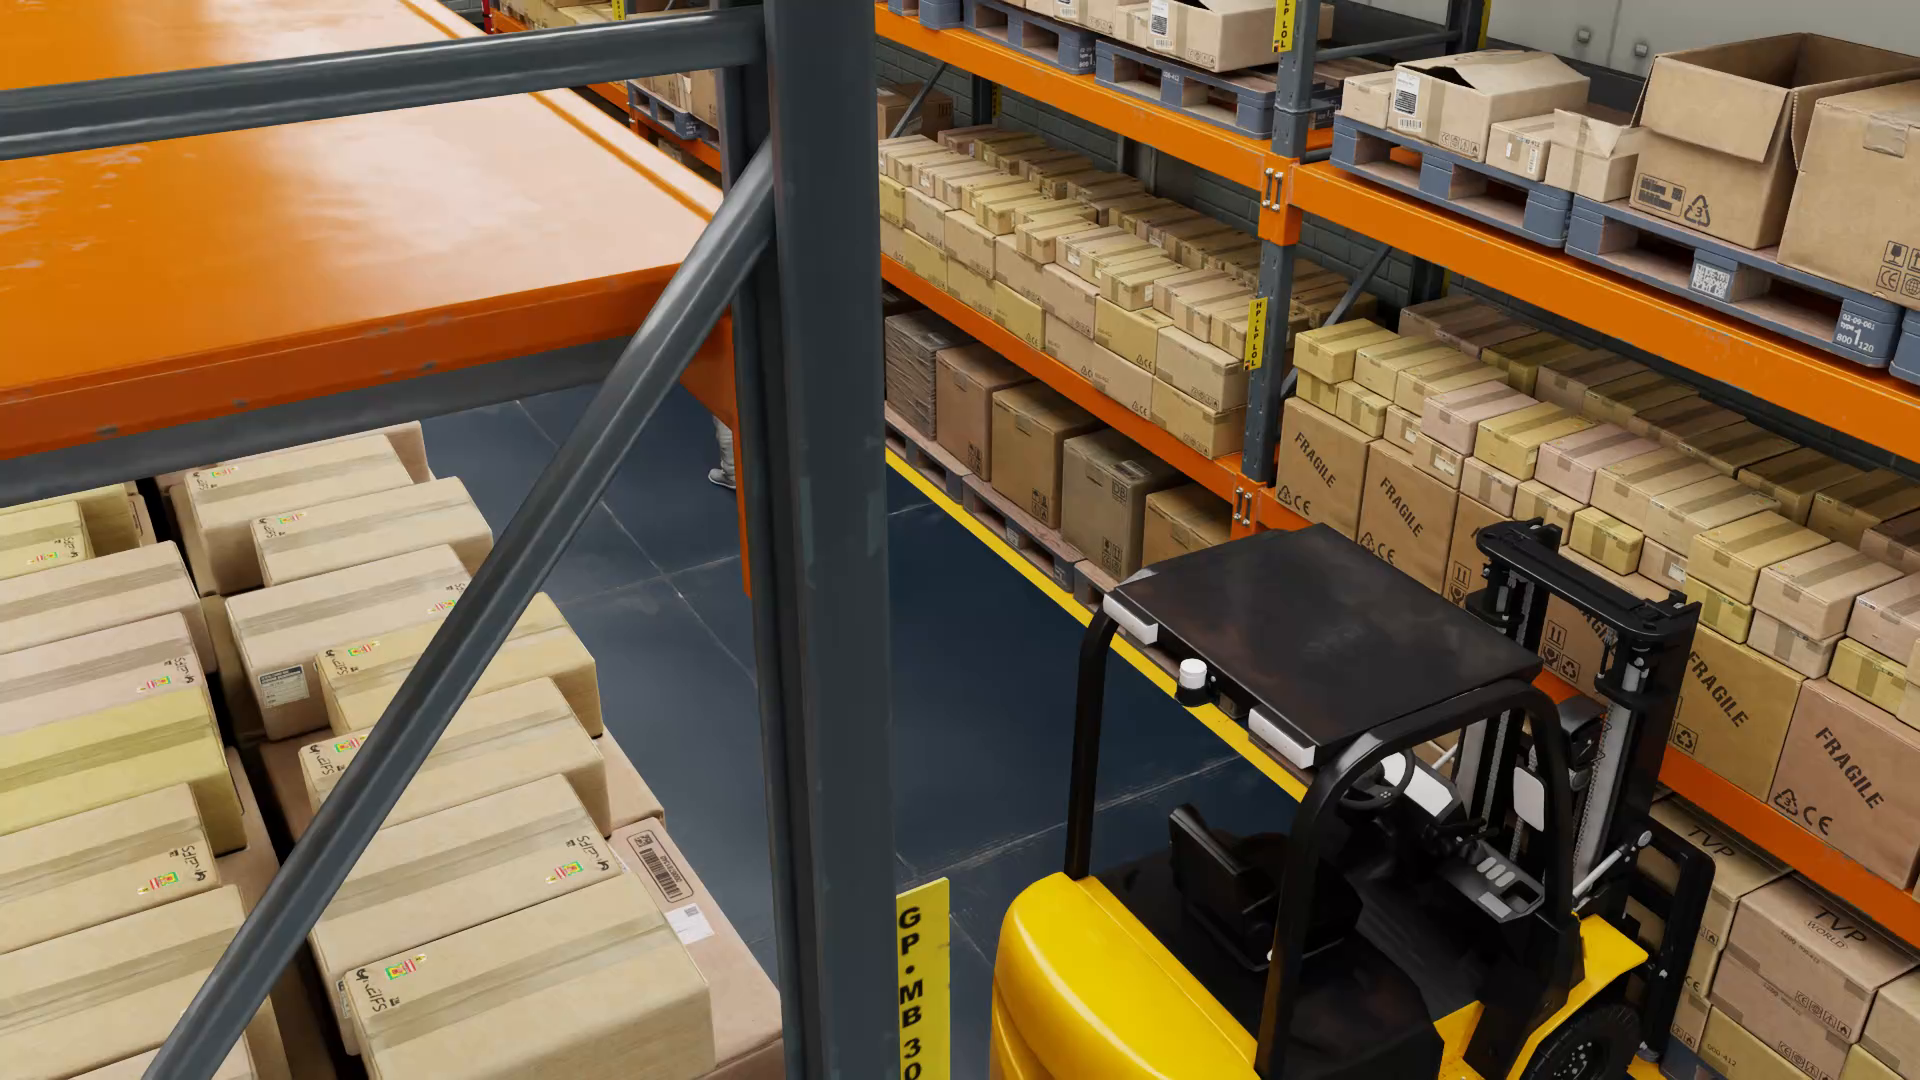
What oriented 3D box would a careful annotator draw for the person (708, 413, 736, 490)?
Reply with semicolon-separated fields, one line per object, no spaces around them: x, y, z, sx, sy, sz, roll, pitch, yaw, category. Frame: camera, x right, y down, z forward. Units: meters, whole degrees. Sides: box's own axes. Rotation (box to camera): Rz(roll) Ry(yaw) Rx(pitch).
-1.355;-1.113;10.118;0.483;1.668;0.395;-20;35;-32;person
